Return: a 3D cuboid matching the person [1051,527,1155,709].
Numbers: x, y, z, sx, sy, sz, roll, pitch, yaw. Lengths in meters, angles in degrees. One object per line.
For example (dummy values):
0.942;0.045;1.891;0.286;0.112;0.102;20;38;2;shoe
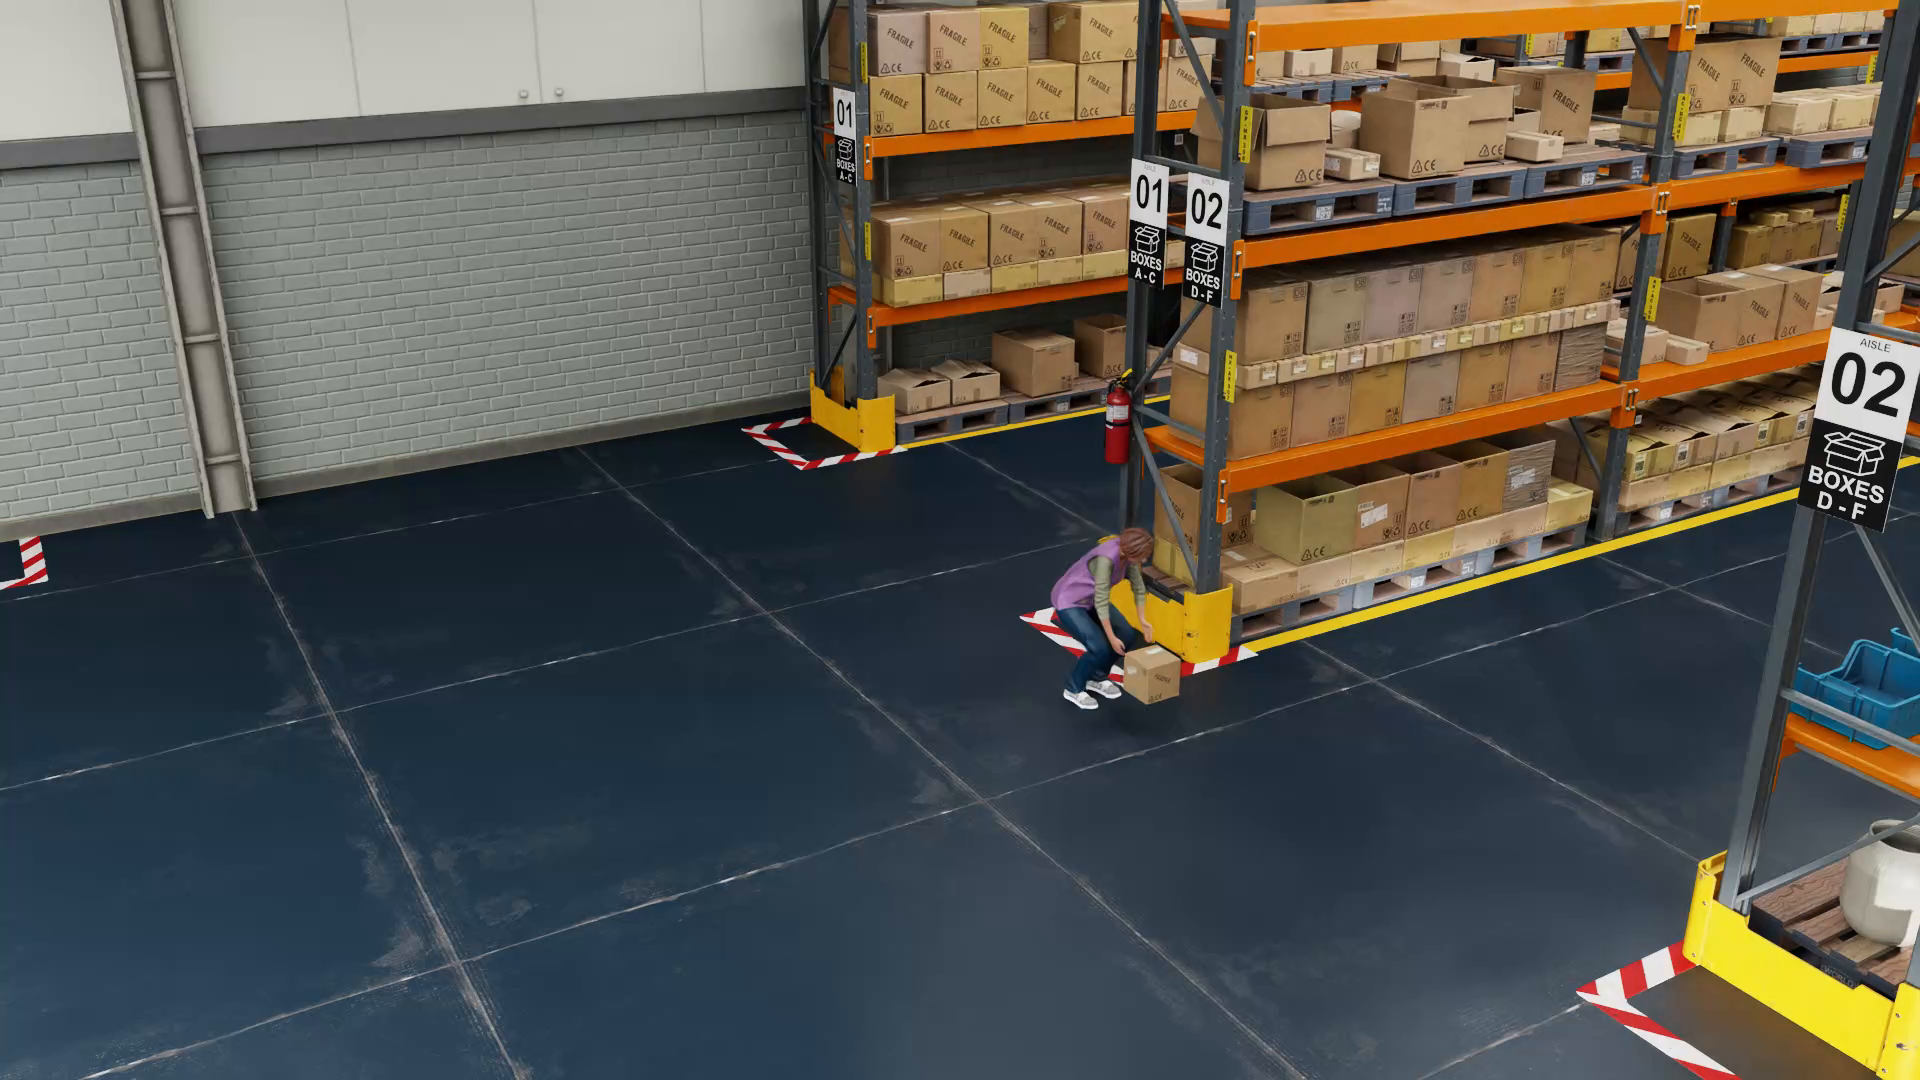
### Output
0.910;0.445;10.481;0.685;1.245;0.463;19;29;39;person
